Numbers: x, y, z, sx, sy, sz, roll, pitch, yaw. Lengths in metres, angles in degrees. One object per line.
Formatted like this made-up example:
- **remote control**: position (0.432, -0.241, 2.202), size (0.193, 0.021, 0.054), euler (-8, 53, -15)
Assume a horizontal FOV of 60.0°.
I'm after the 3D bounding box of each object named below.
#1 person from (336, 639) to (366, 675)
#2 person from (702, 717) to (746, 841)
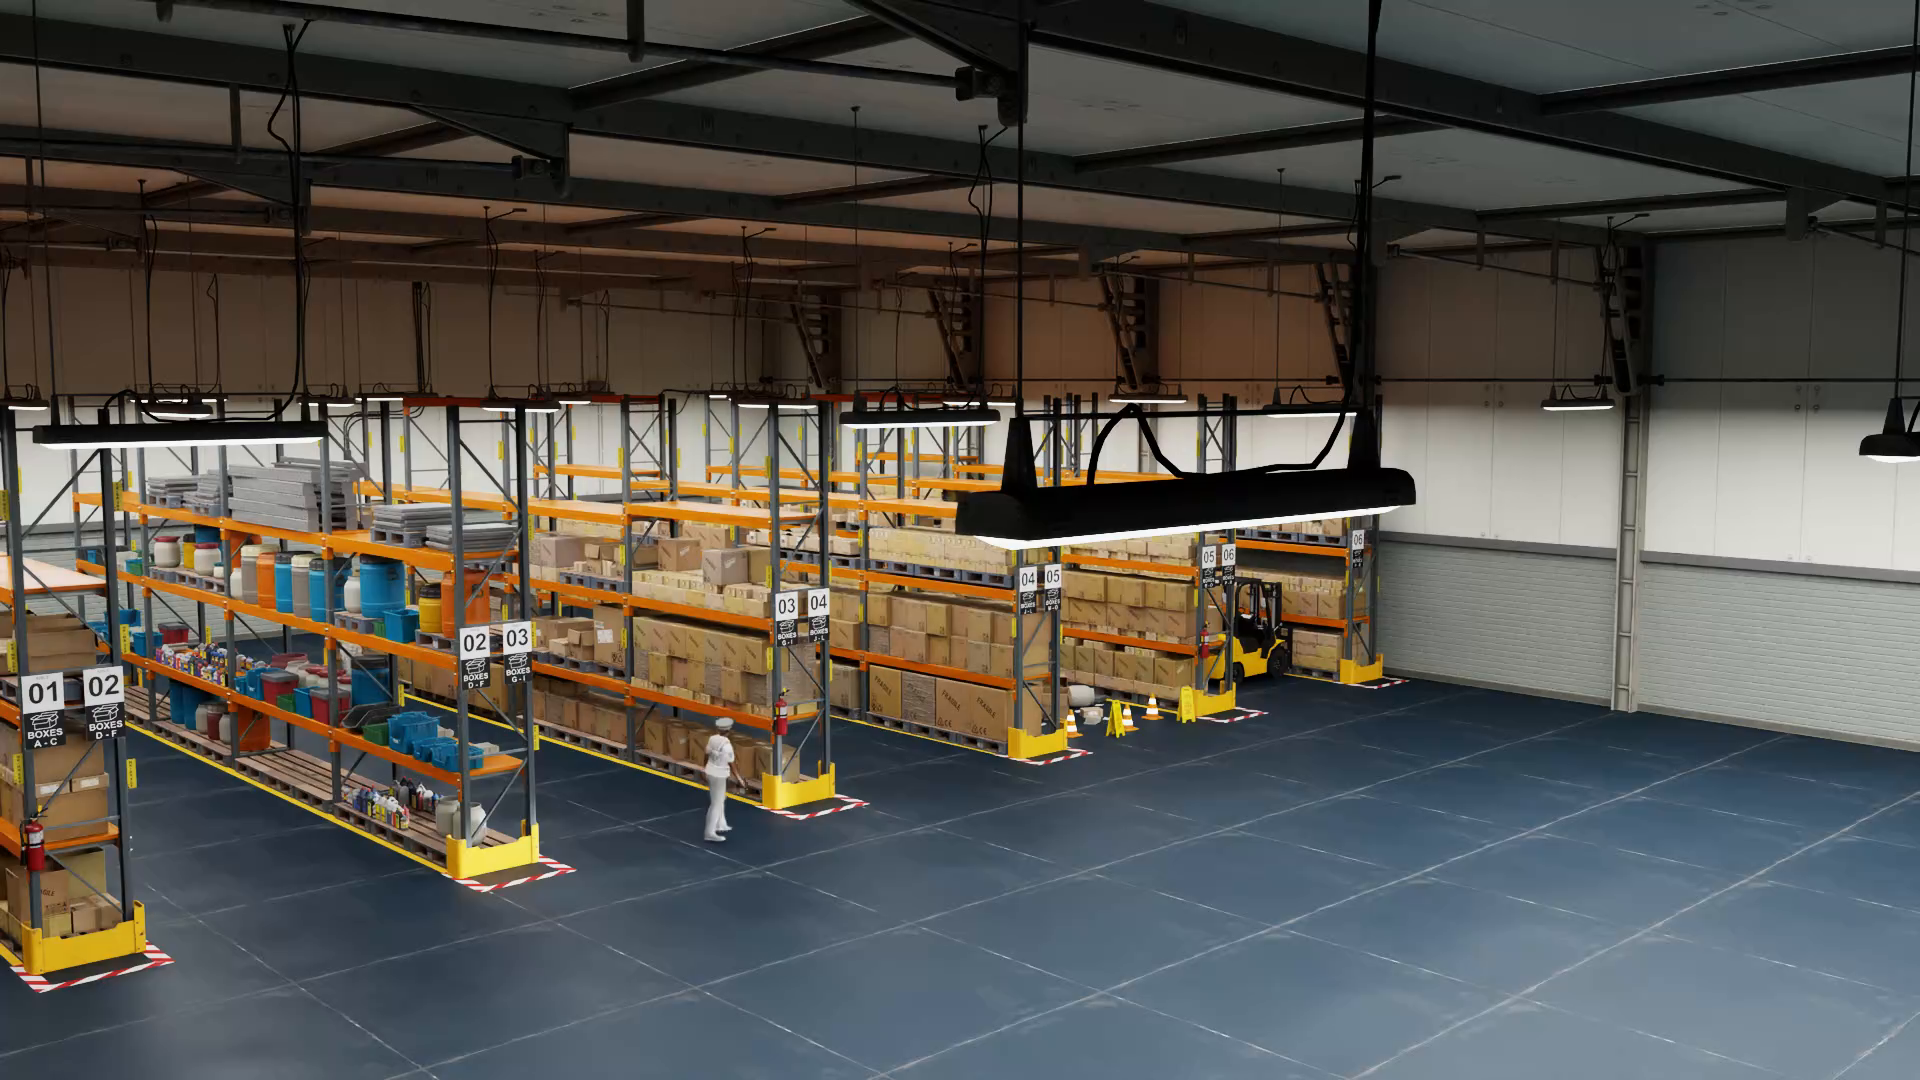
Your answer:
- **person**: position (-11.942, 2.345, 32.516), size (0.639, 1.620, 1.018), euler (-5, 7, -41)
- **person**: position (-3.336, 3.297, 23.025), size (0.601, 1.683, 0.624), euler (-3, 6, -30)
